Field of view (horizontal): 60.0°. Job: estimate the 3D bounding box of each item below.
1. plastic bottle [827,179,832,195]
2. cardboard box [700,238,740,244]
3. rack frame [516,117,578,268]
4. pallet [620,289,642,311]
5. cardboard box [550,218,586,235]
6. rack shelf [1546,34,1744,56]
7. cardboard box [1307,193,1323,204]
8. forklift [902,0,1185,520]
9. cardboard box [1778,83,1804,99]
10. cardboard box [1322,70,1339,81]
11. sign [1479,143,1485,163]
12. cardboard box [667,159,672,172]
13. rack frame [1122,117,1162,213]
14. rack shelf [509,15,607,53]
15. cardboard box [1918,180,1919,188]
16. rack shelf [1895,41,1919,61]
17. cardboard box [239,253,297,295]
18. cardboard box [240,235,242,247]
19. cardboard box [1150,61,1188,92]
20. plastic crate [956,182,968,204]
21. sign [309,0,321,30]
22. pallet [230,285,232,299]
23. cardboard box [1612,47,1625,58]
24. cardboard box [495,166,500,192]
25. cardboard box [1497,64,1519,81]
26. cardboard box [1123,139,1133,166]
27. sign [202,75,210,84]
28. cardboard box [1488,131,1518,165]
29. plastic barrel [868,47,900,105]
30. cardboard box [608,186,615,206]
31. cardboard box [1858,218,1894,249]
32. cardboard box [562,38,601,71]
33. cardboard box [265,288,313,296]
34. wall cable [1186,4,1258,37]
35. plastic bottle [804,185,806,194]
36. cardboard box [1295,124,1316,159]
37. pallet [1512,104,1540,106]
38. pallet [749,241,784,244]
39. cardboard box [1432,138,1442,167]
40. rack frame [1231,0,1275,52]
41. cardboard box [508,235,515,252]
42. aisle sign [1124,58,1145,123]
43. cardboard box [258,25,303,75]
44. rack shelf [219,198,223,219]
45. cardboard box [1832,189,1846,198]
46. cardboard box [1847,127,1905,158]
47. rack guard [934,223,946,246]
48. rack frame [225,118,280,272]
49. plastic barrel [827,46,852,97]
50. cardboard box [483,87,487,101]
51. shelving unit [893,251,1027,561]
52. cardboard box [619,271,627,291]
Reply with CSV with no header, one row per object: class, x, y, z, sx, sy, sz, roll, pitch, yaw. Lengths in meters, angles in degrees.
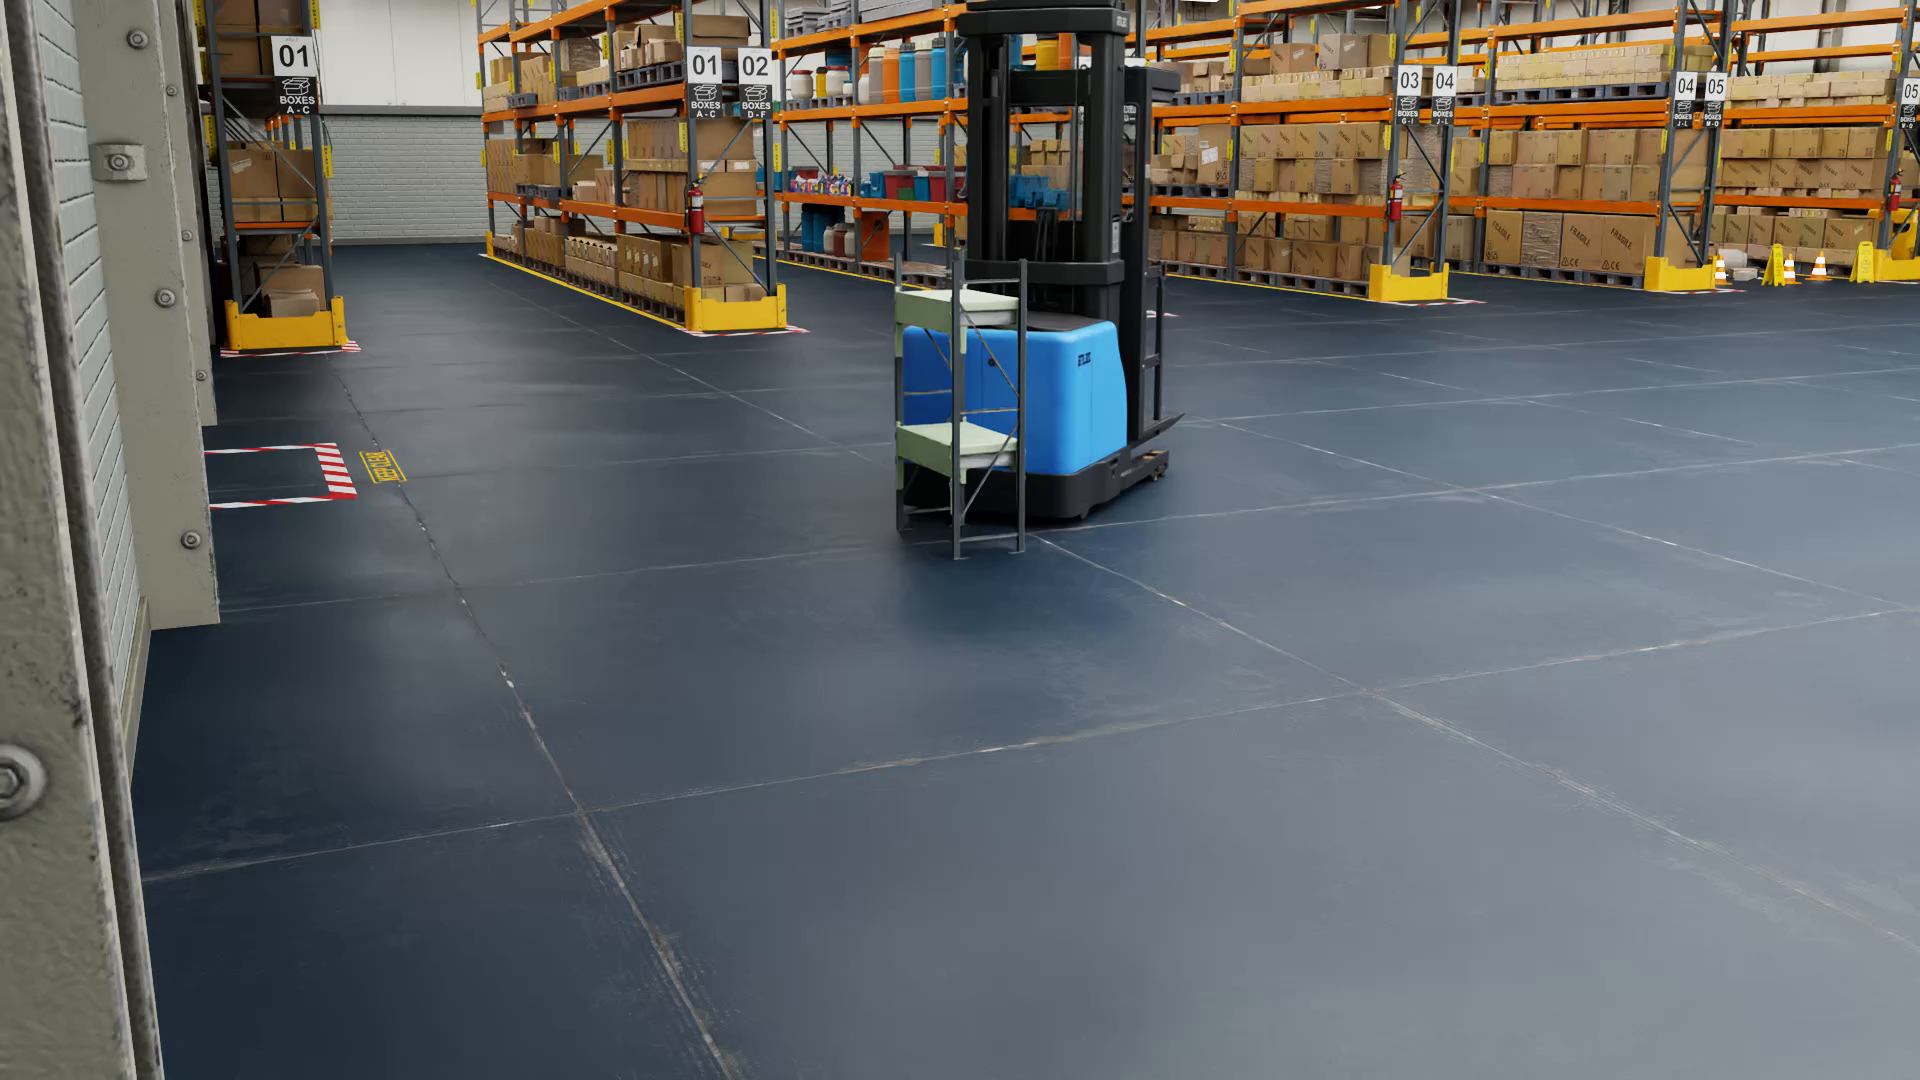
plastic bottle,-2.340,-6.308,29.733,0.061,0.283,0.133,-6,14,-23
cardboard box,-3.090,-3.551,21.064,0.500,0.500,0.500,-6,14,-23
rack frame,-7.472,-6.464,30.145,1.000,3.000,0.127,-6,14,-23
pallet,-3.987,-3.284,22.592,1.003,0.211,1.213,-6,14,-23
cardboard box,-6.486,-5.182,27.514,0.500,0.250,0.500,-5,14,-21
rack shelf,13.090,-9.391,31.969,1.077,0.370,4.000,-6,14,-23
cardboard box,5.413,-5.097,24.796,0.380,0.149,0.250,-6,14,-23
forklift,0.697,-1.828,10.267,1.130,2.935,3.031,5,14,22
cardboard box,14.425,-7.703,28.521,0.500,0.250,0.500,-5,14,-22
cardboard box,5.502,-6.760,24.220,0.380,0.149,0.250,-6,15,-26
sign,8.903,-6.607,28.370,0.100,0.325,0.005,-6,14,-23
cardboard box,-3.406,-4.624,20.537,0.380,0.149,0.250,-5,14,-21
rack frame,3.209,-6.531,30.437,1.000,3.000,0.127,-6,14,-23
rack shelf,-6.671,-8.428,27.810,1.077,0.370,4.000,-6,14,-23
cardboard box,18.600,-6.876,31.707,0.500,0.500,0.500,-5,14,-22
rack shelf,19.239,-9.013,30.339,1.077,0.370,4.000,-6,14,-23
cardboard box,-9.115,-3.510,21.950,0.700,0.500,0.500,-5,14,-21
cardboard box,-12.413,-5.270,29.601,0.700,0.500,0.500,-6,14,-24
cardboard box,3.569,-7.956,28.611,0.500,0.500,0.500,-6,14,-25
plastic crate,0.366,-5.108,24.424,0.767,0.338,0.504,-6,14,-23
sign,-6.705,-5.473,17.272,0.100,0.325,0.005,-6,14,-23
pallet,-9.610,-3.417,23.167,1.003,0.211,1.213,-6,14,-23
cardboard box,10.246,-7.483,25.534,0.380,0.149,0.250,-5,14,-22
cardboard box,-8.728,-7.013,32.298,0.500,0.500,0.500,-6,14,-23
cardboard box,9.336,-7.792,27.753,0.500,0.250,0.500,-6,14,-23
cardboard box,2.931,-7.221,30.972,0.797,0.503,0.637,-5,14,-21
sign,-12.517,-7.717,27.585,0.100,0.325,0.005,-6,14,-23
cardboard box,9.512,-6.652,28.231,0.875,0.550,0.550,-6,14,-23
plastic barrel,-1.199,-7.600,27.292,0.600,0.901,0.600,0,13,0
cardboard box,-4.788,-4.911,23.732,0.396,0.266,0.258,-6,14,-24
cardboard box,15.414,-5.200,28.191,0.500,0.500,0.500,-6,14,-25
cardboard box,-6.039,-7.725,26.504,0.500,0.500,0.500,-6,14,-23
cardboard box,-7.625,-2.710,18.912,0.500,0.311,0.500,-4,14,-18
wall cable,7.238,-13.219,46.029,2.355,3.000,0.029,-6,14,-23
plastic bottle,-2.850,-6.541,30.921,0.097,0.201,0.097,0,13,0
cardboard box,5.370,-5.961,24.874,0.500,0.500,0.500,-6,14,-23
pallet,11.982,-8.924,34.542,1.213,0.211,1.003,-5,14,-20
pallet,-4.239,-6.204,35.209,1.003,0.211,1.213,-6,14,-23
cardboard box,8.782,-6.980,29.939,0.700,0.500,0.500,-6,14,-23
rack frame,6.192,-10.708,35.177,1.000,3.000,0.127,-6,14,-23
cardboard box,-8.260,-5.615,31.466,0.500,0.311,0.500,-6,14,-23
aisle sign,2.172,-5.709,21.120,0.394,0.787,0.004,-6,14,-23
cardboard box,-7.107,-5.148,17.541,0.500,0.500,0.500,-5,14,-21
rack shelf,-11.208,-5.252,26.505,1.077,0.370,4.000,-6,14,-23
cardboard box,14.862,-5.806,27.862,0.380,0.149,0.250,-6,14,-24
cardboard box,15.089,-6.540,27.377,0.700,0.500,0.500,-6,14,-24
rack guard,-0.005,-6.971,37.882,1.175,0.500,0.348,-6,14,-23
rack frame,-12.009,-6.016,28.209,1.000,3.000,0.127,-6,14,-23
plastic barrel,-2.108,-8.482,30.169,0.600,0.901,0.708,-6,14,-23
cardboard box,-9.107,-8.792,32.778,0.500,0.250,0.500,-6,14,-23
shelving unit,-0.008,-0.719,8.648,0.431,1.500,0.755,-6,14,-24
cardboard box,-4.359,-3.553,22.735,0.500,0.250,0.500,-6,14,-23
